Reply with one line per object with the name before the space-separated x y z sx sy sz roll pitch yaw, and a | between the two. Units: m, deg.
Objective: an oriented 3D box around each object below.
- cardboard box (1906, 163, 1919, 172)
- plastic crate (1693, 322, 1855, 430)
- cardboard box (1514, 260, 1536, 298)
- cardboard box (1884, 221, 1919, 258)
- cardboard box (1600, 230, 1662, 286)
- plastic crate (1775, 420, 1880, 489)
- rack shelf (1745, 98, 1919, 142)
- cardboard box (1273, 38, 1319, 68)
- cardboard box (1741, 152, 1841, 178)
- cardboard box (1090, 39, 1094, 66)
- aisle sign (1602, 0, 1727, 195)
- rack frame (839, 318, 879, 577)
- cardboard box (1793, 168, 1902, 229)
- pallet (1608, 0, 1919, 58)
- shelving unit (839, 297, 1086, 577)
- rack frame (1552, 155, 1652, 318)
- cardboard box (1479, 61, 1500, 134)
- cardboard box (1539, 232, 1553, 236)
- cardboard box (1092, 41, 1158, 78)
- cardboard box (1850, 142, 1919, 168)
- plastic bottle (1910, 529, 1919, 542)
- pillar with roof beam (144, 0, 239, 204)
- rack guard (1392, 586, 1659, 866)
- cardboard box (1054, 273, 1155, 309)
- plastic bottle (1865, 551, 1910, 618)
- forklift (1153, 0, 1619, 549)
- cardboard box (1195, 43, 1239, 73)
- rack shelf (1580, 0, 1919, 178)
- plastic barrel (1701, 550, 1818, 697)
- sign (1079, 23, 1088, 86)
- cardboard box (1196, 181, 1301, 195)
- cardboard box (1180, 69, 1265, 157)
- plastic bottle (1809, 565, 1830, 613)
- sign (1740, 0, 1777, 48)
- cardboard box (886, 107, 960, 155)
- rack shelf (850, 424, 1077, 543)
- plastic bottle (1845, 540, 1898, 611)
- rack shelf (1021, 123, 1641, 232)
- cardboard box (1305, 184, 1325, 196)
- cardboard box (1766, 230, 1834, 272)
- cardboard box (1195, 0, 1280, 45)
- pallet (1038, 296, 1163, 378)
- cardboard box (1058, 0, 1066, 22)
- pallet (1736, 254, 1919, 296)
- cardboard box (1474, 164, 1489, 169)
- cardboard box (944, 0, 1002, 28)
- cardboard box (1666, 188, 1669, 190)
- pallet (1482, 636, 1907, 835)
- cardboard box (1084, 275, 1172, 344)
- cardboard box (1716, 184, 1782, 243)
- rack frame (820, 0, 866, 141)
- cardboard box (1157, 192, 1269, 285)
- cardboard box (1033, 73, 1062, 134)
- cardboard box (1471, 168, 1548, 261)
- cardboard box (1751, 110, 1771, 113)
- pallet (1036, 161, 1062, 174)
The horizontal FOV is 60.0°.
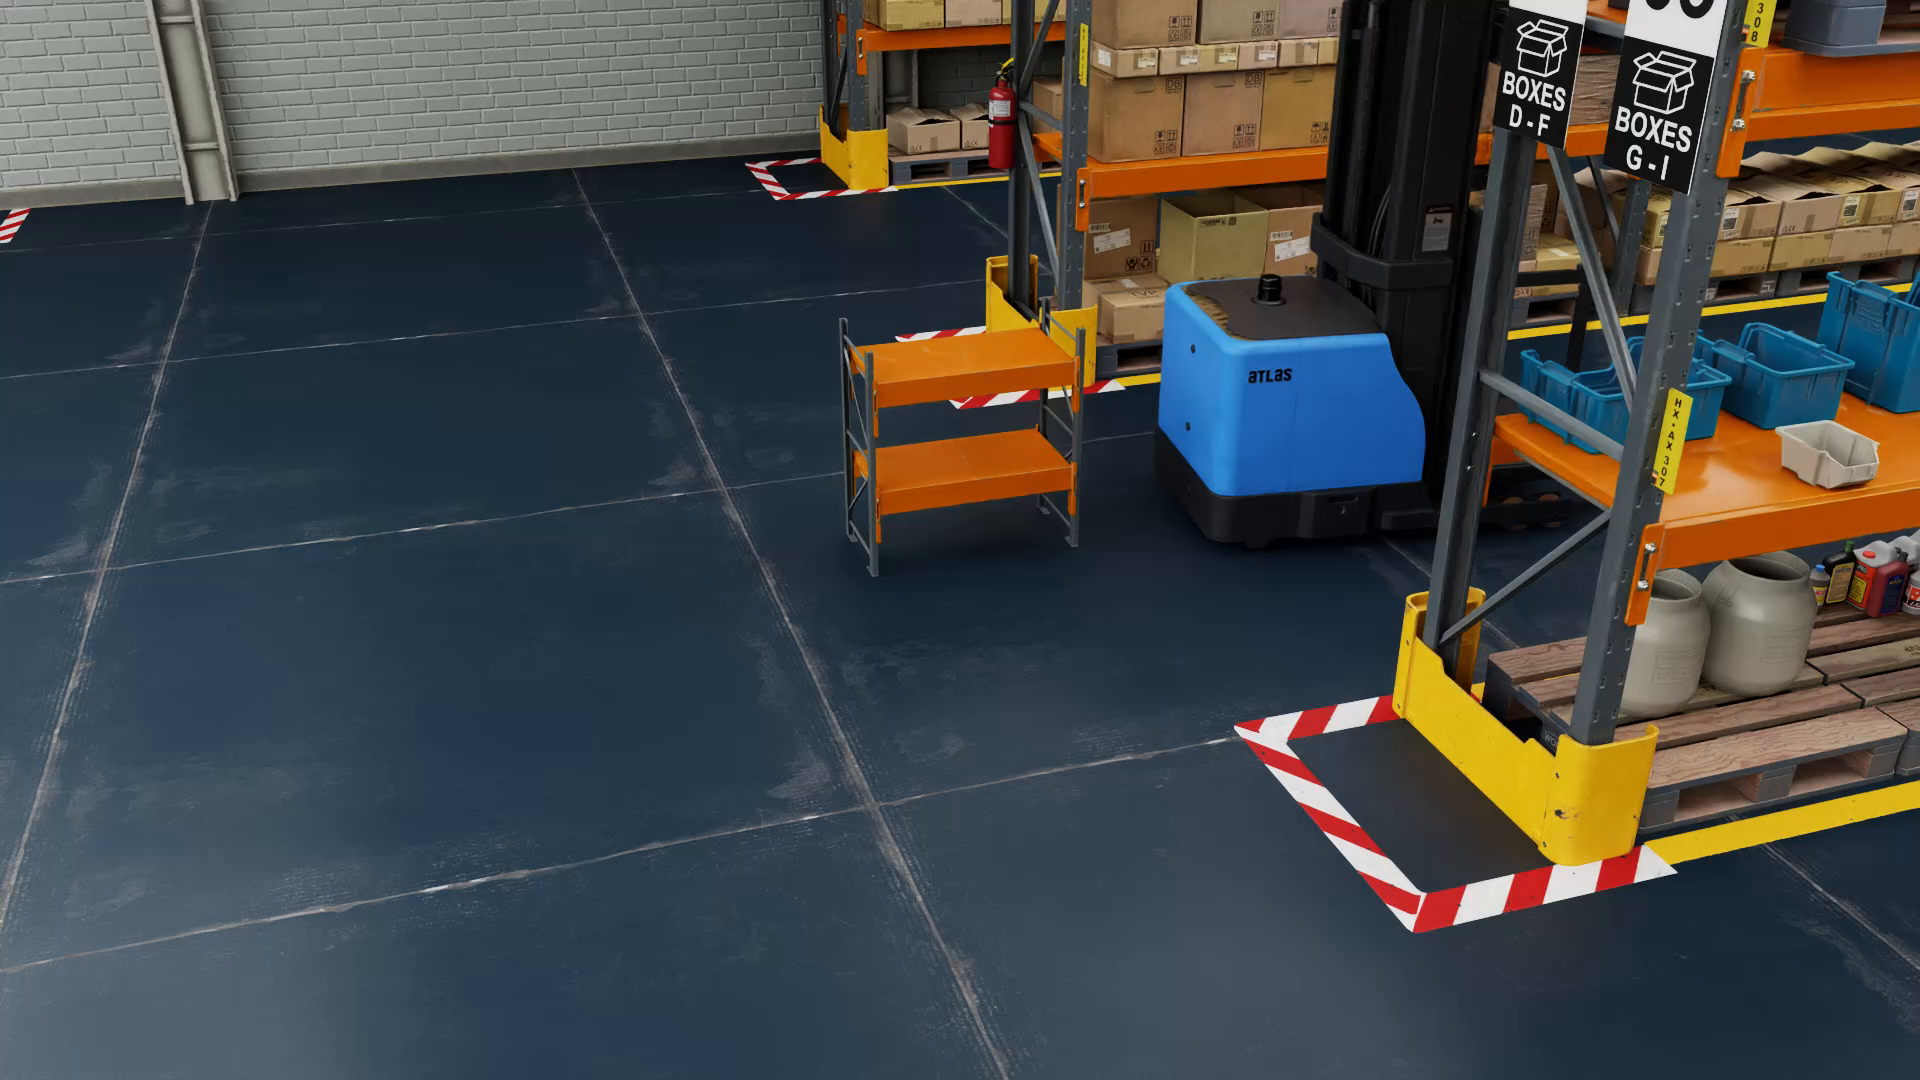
cardboard box | 7.214 -2.569 12.041 0.500 0.311 0.500 -9 28 -17
plastic crate | 3.054 -0.632 6.316 0.408 0.251 0.499 -8 28 -16
cardboard box | 3.473 -1.797 11.116 0.500 0.250 0.500 -8 28 -16
cardboard box | 6.735 -2.253 12.034 0.500 0.250 0.500 -8 27 -15
cardboard box | 4.784 -1.969 11.462 0.500 0.250 0.500 -9 28 -17
plastic crate | 3.002 -0.285 5.747 0.250 0.136 0.298 -8 28 -16
rack shelf | 6.226 -3.015 11.758 4.000 0.370 1.077 -8 28 -16
cardboard box | 1.942 -2.952 9.980 0.250 0.149 0.380 -9 28 -18
cardboard box | 6.068 -2.656 12.215 0.500 0.311 0.500 -9 28 -17
cardboard box | 0.825 -2.979 10.035 0.250 0.149 0.380 -9 28 -17
aisle sign | 2.074 -1.446 4.866 0.004 0.787 0.394 -8 28 -16
rack frame | -0.477 -0.435 7.861 0.032 1.125 0.500 -8 28 -16
cardboard box | 6.256 -2.433 11.766 0.500 0.311 0.500 -7 27 -15
pallet | 2.868 -1.747 5.235 1.213 0.211 1.003 -8 28 -16
shelving unit | 0.006 -0.505 8.002 1.048 1.125 0.538 -8 28 -16
rack frame | 4.324 -3.061 11.043 0.127 3.000 1.000 -8 28 -16
cardboard box | 3.405 -2.967 10.741 0.500 0.500 0.700 -9 28 -17
cardboard box | 3.789 -2.082 11.691 0.500 0.250 0.500 -8 28 -16
cardboard box | 0.961 -2.809 9.693 0.250 0.149 0.380 -8 28 -16
cardboard box | 7.042 -2.796 12.498 0.500 0.311 0.500 -9 28 -17
plastic bottle | 4.198 0.069 7.222 0.185 0.351 0.144 -7 27 -14
pillar with roof beam | -4.991 -5.107 8.418 0.400 9.000 9.100 -8 28 -16
rack guard | 2.109 0.674 6.331 0.348 0.500 1.175 -8 28 -16
cardboard box | 0.939 -1.666 10.852 0.500 0.250 0.500 -8 28 -16
plastic bottle | 3.943 0.187 7.059 0.133 0.283 0.061 -8 28 -16
forklift | 2.602 -1.585 8.146 3.031 2.935 1.130 -5 27 -10
cardboard box | 1.448 -2.880 9.836 0.250 0.149 0.380 -8 28 -16
rack shelf | 3.953 -1.712 5.762 4.000 0.370 1.077 -8 28 -16
plastic barrel | 3.130 0.319 6.560 0.421 0.512 0.421 0 26 0
sign | 0.687 -2.698 9.249 0.005 0.325 0.100 -8 28 -16
cardboard box | 1.885 -2.146 10.977 0.500 0.500 0.500 -8 28 -16
cardboard box | 1.467 -2.689 10.180 0.500 0.500 0.700 -8 27 -15
plastic bottle | 3.662 0.202 7.121 0.097 0.201 0.097 0 26 0
sign | 2.217 -1.530 4.575 0.005 0.325 0.100 -8 28 -16
cardboard box | -0.331 -3.654 14.767 0.500 0.311 0.500 -12 29 -22
rack shelf | 0.006 -0.286 8.110 1.000 0.278 0.538 -8 28 -16
plastic bottle | 3.910 0.146 7.151 0.135 0.276 0.152 -8 28 -16
rack shelf | 2.423 -2.464 10.648 4.000 0.370 1.077 -8 28 -16
cardboard box | 2.527 -1.988 10.658 0.500 0.500 0.500 -8 28 -16
cardboard box | 5.763 -2.111 11.749 0.500 0.250 0.500 -9 28 -18
cardboard box | 1.517 -3.277 9.907 0.500 0.500 0.700 -9 28 -17
pallet | 1.235 -1.385 10.801 1.213 0.211 1.003 -8 28 -16
cardboard box | 1.003 -4.693 14.476 0.500 0.250 0.500 -8 28 -16
pallet | 6.175 -2.100 12.242 1.213 0.211 1.003 -8 28 -16
cardboard box | 3.313 -2.350 11.387 0.500 0.500 0.500 -8 28 -16
cardboard box | 0.035 -4.557 14.202 0.500 0.250 0.500 -9 28 -18
cardboard box | 5.113 -2.520 11.943 0.500 0.311 0.500 -7 27 -15
pallet | 2.883 0.693 6.616 1.213 0.211 1.003 -8 28 -16
cardboard box | 1.100 -1.447 10.411 0.500 0.250 0.500 -8 28 -16
cardboard box | 5.272 -2.287 11.473 0.500 0.311 0.500 -9 28 -17
rack frame | -1.017 -4.604 14.151 0.127 3.000 1.000 -8 28 -16
cardboard box | 1.575 -1.852 10.385 0.500 0.500 0.500 -8 28 -16
cardboard box | 0.924 -3.898 15.044 0.500 0.500 0.700 -10 28 -19
cardboard box | 3.472 -2.134 10.951 0.500 0.500 0.500 -8 28 -16
cardboard box | 5.230 -2.984 11.171 0.250 0.149 0.380 -8 28 -16
pallet | 0.997 -3.629 15.323 1.213 0.211 1.003 -8 28 -16
